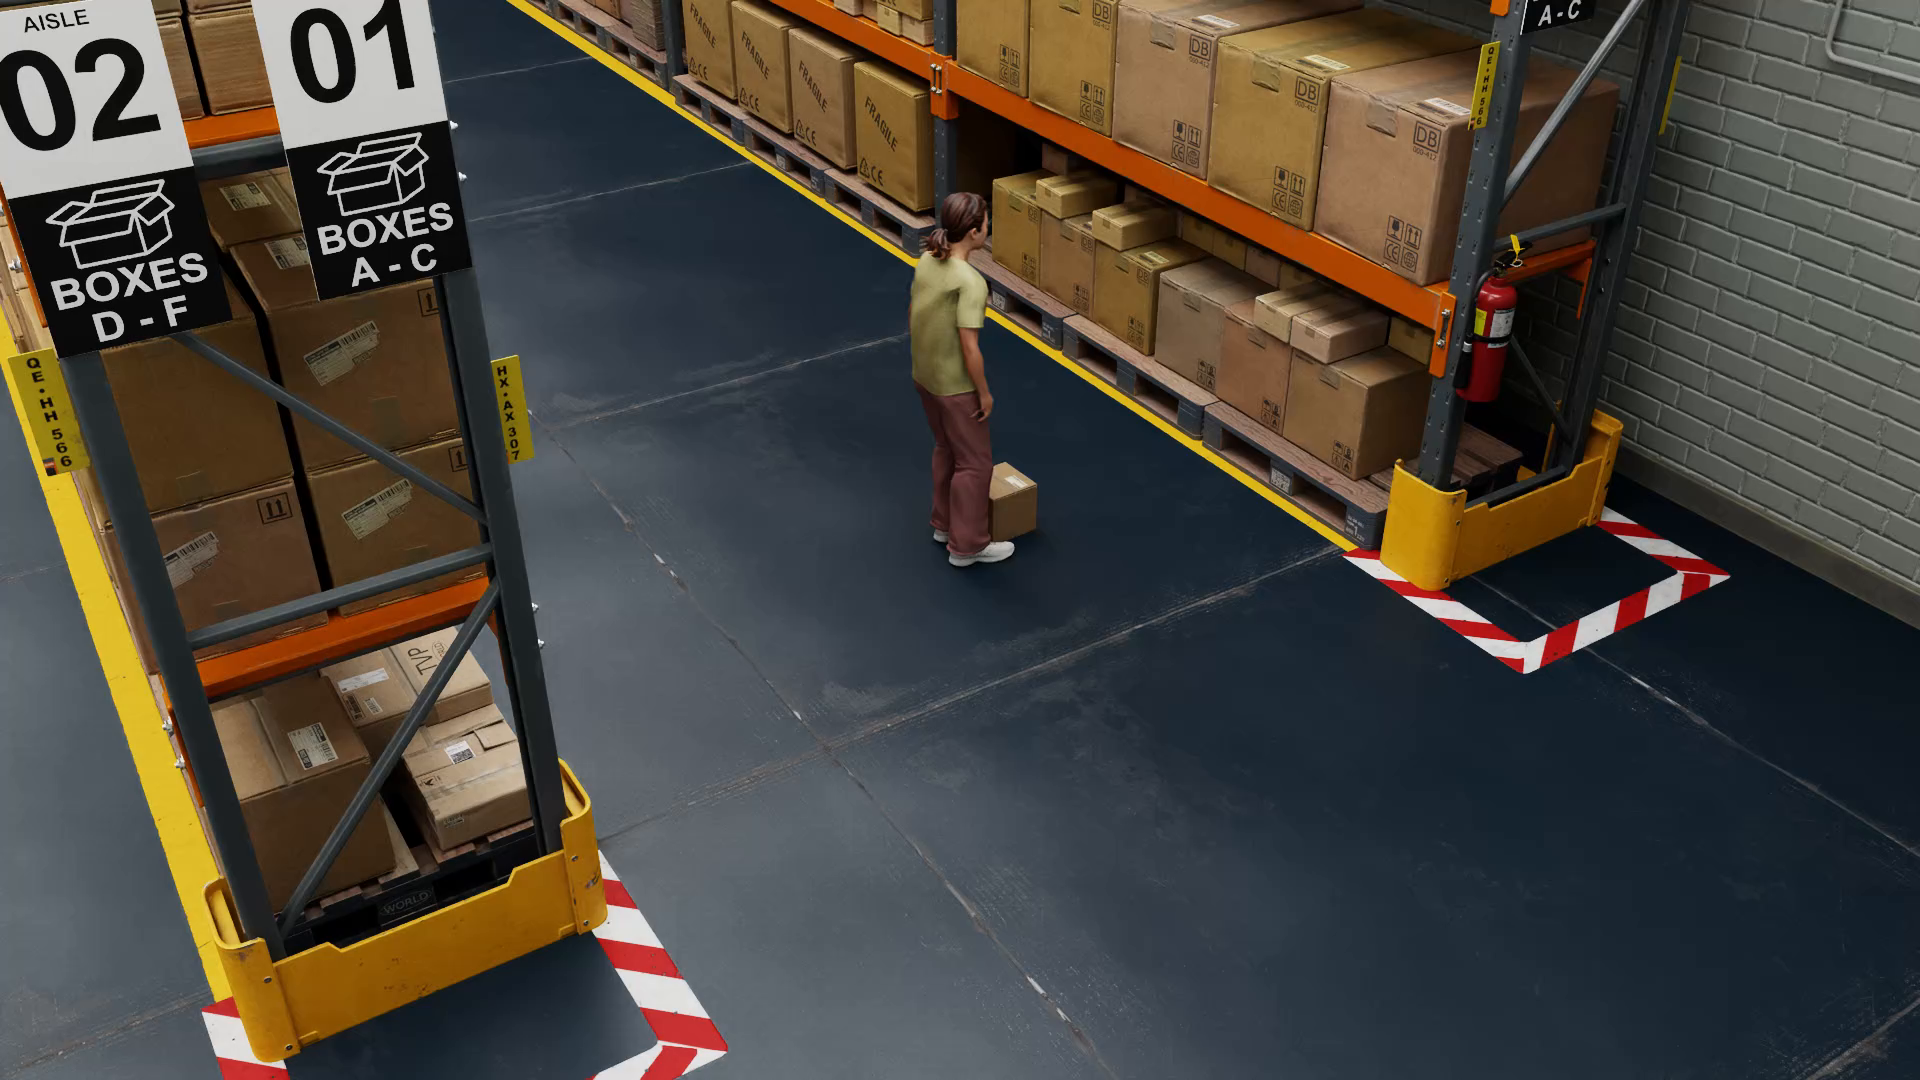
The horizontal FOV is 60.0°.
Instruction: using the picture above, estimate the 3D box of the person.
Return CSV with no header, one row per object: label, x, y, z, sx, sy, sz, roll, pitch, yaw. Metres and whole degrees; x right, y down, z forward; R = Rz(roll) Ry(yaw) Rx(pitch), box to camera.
person,0.003,-0.699,7.227,0.405,1.673,0.502,-20,38,-28
